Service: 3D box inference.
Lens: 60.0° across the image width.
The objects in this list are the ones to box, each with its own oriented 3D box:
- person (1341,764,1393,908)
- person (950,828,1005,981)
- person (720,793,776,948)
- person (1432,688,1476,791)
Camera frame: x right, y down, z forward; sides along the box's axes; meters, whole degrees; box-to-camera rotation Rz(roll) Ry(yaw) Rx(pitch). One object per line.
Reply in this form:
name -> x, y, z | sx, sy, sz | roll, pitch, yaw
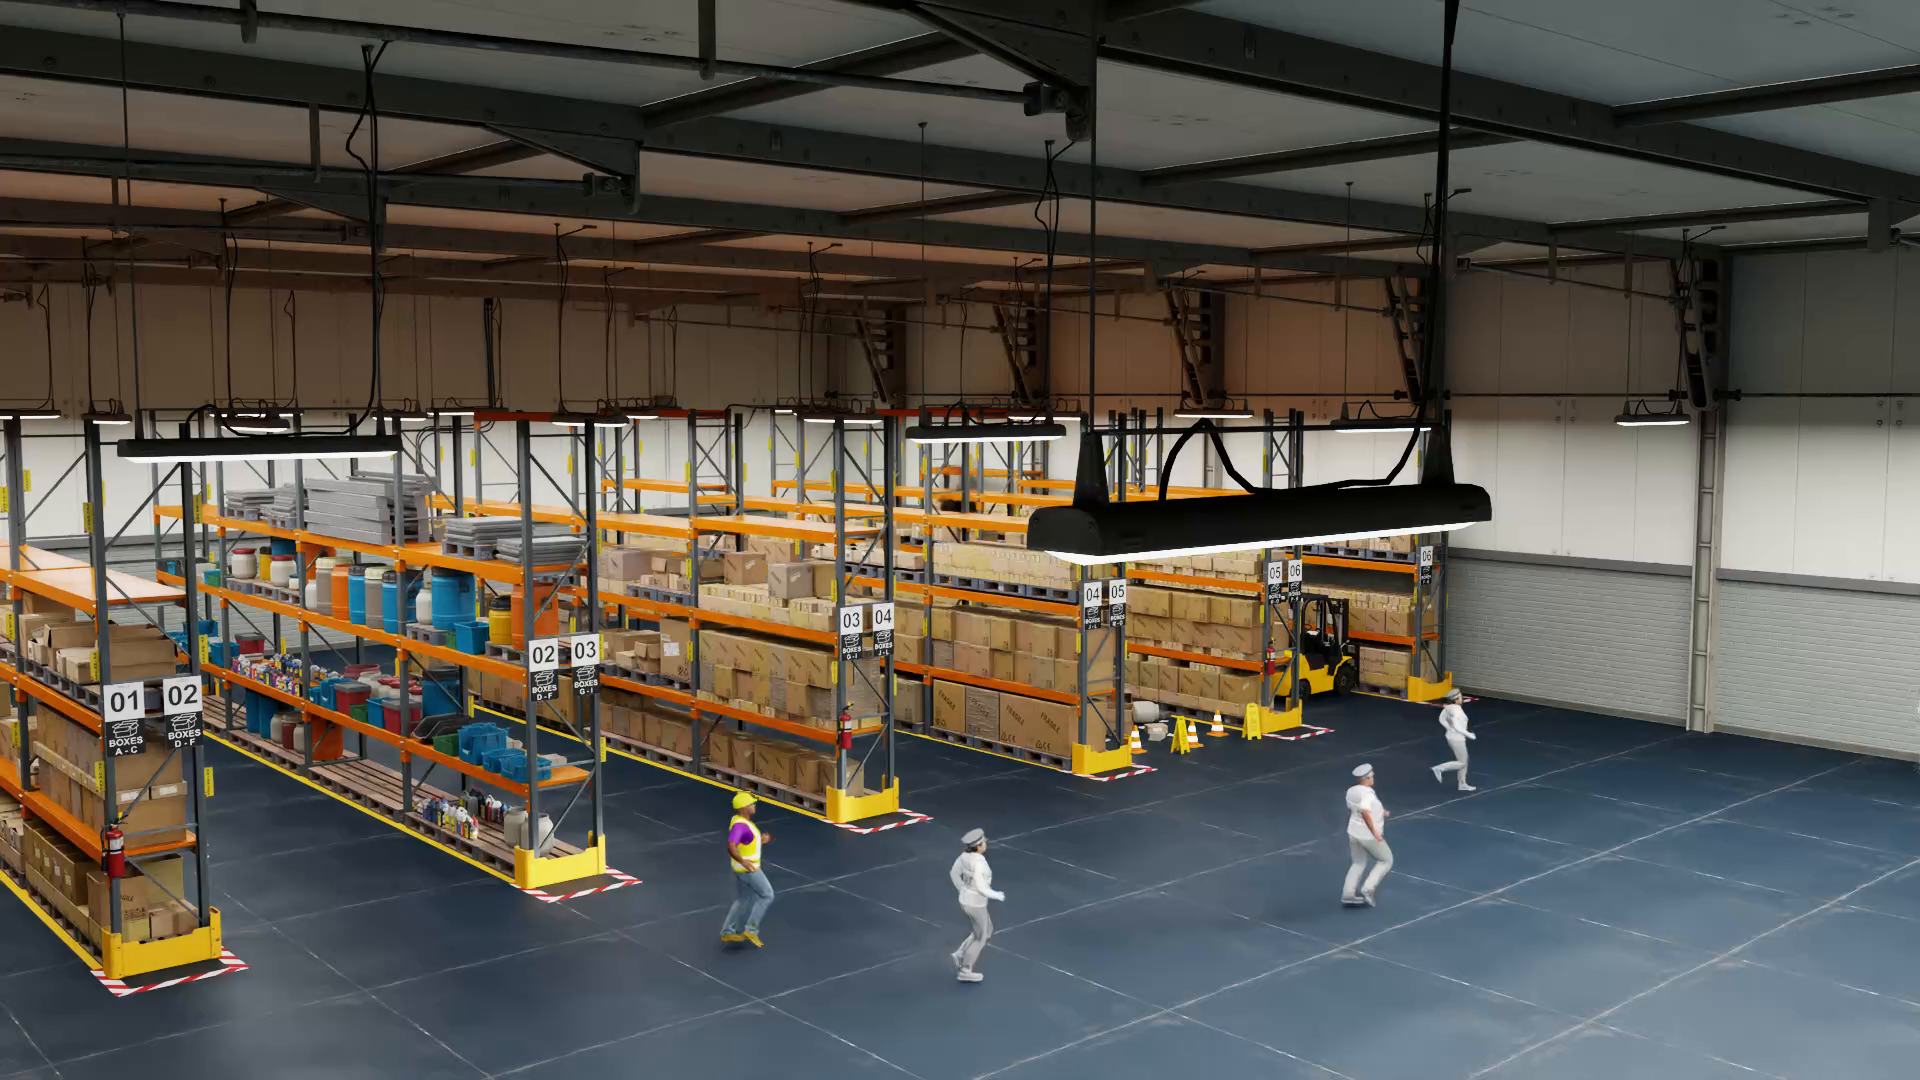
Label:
person -> 5.056, 3.648, 20.552 | 0.675, 1.776, 0.641 | -2, 6, -26
person -> 0.200, 3.925, 17.927 | 0.534, 1.658, 0.631 | -2, 5, -19
person -> -2.415, 3.789, 19.081 | 0.688, 1.802, 0.679 | -2, 5, -20
person -> 7.910, 3.177, 26.491 | 0.648, 1.661, 0.617 | 0, 5, -4
